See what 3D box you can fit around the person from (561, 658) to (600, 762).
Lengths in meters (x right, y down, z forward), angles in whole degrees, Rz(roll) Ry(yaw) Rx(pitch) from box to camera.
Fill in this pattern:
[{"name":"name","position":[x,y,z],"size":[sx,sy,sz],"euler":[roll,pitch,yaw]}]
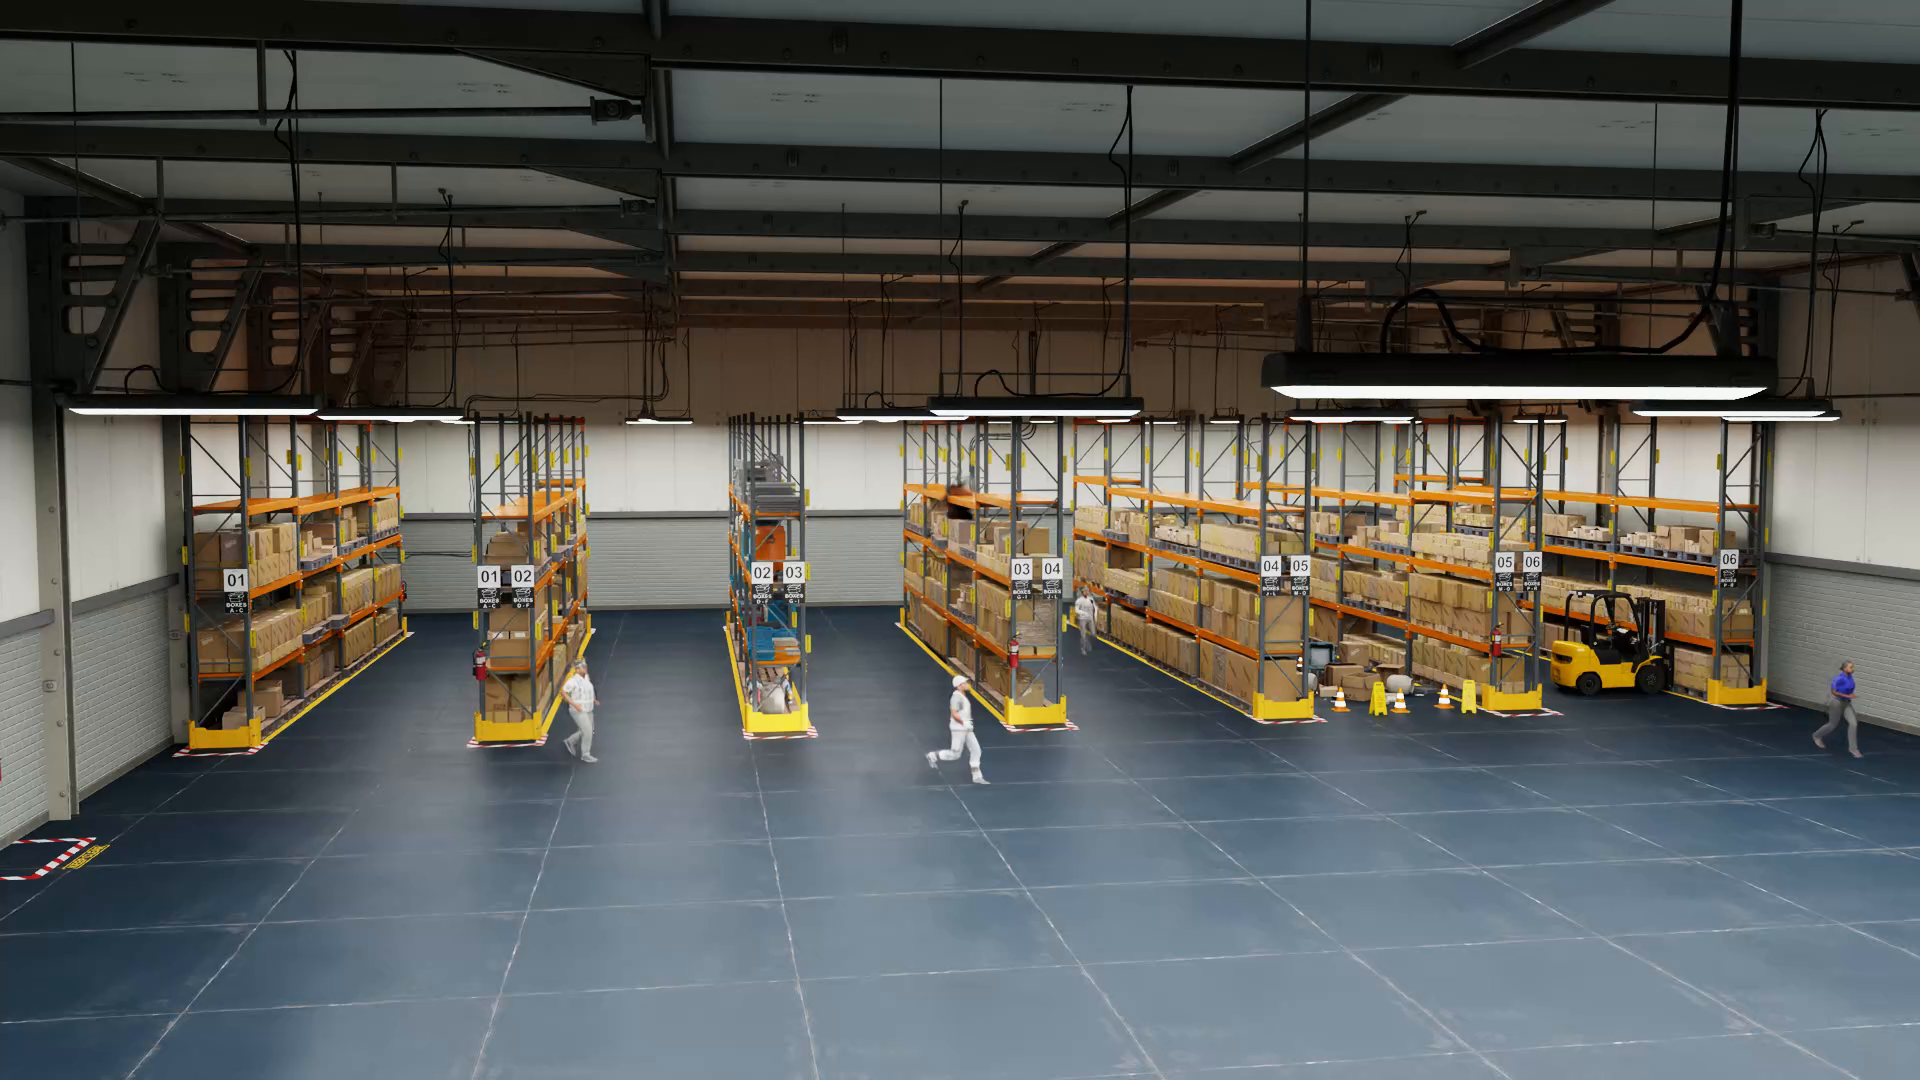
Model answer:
[{"name":"person","position":[-6.540,2.907,28.519],"size":[0.740,1.770,0.688],"euler":[1,4,20]}]

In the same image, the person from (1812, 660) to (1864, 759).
[{"name":"person","position":[15.388,2.926,29.085],"size":[0.600,1.676,0.970],"euler":[-2,4,-27]}]

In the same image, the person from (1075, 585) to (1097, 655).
[{"name":"person","position":[3.049,1.916,39.676],"size":[0.623,1.680,0.540],"euler":[-1,4,-17]}]

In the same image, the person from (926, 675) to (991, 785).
[{"name":"person","position":[-0.025,3.051,26.677],"size":[1.060,1.769,0.634],"euler":[1,4,17]}]
